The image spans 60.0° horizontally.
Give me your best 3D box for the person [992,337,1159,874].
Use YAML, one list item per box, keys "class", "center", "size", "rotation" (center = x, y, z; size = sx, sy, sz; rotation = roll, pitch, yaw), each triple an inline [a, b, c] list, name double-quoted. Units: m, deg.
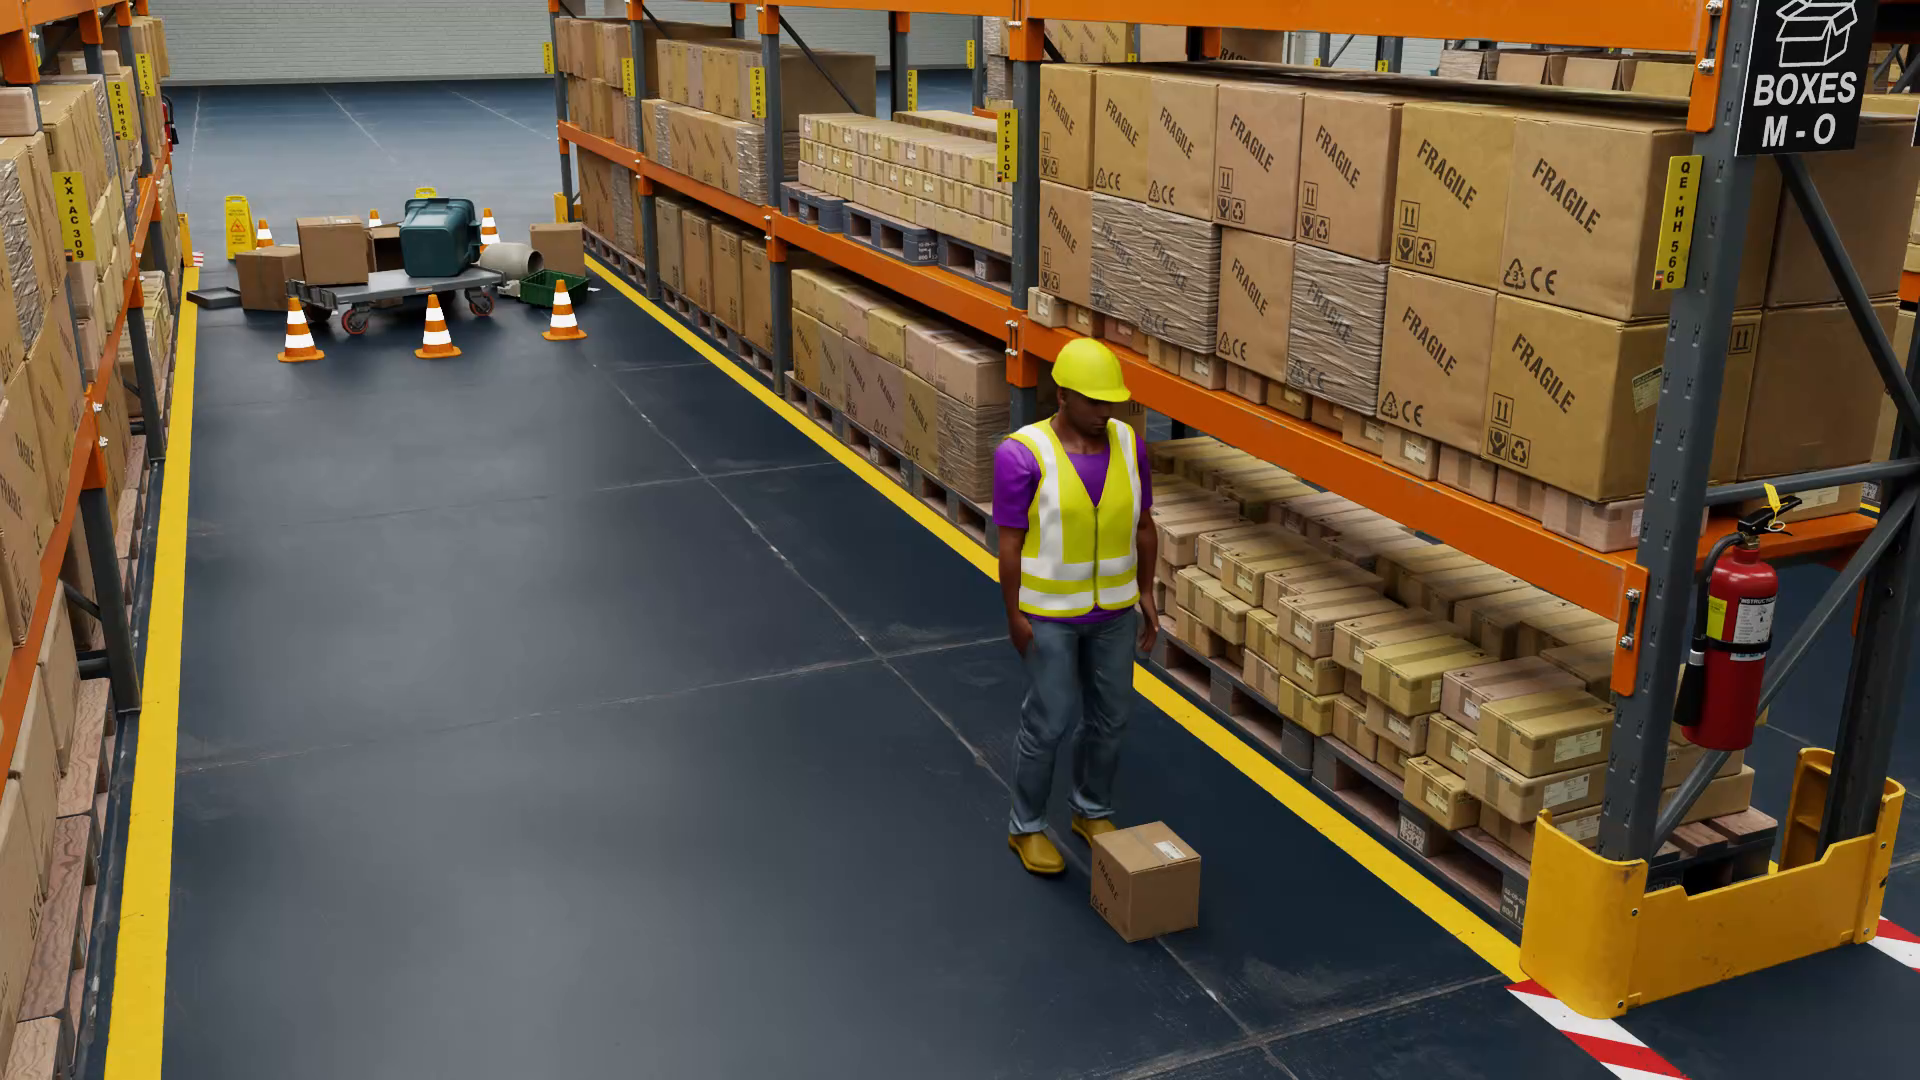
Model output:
- class: "person"
  center: [0.387, 0.213, 5.402]
  size: [0.566, 1.762, 0.366]
  rotation: [-8, 20, -22]
